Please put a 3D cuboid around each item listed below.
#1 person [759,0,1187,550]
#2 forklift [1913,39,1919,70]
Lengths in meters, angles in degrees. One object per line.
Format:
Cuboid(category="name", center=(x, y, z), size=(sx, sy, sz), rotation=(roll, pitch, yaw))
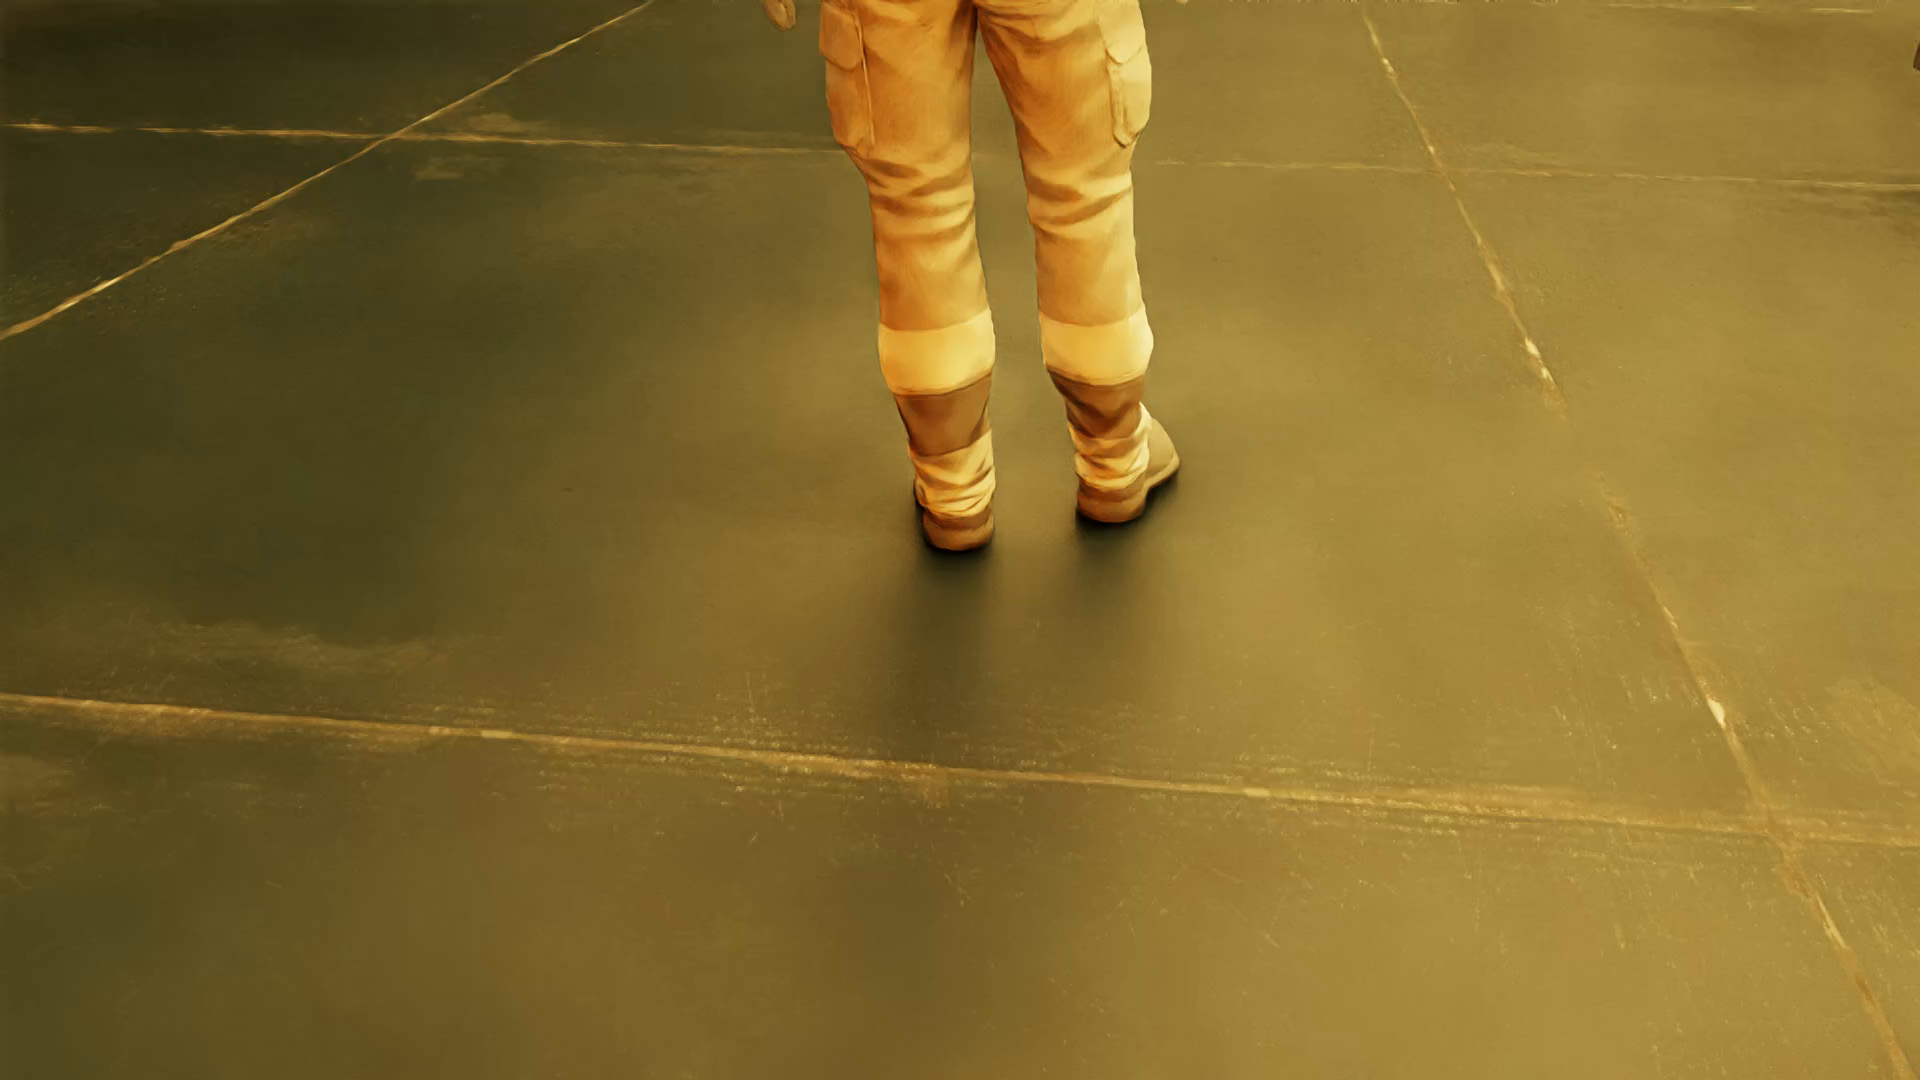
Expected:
Cuboid(category="person", center=(0.021, -0.842, 2.167), size=(0.637, 1.787, 0.563), rotation=(3, 27, 7))
Cuboid(category="forklift", center=(4.546, -3.059, 5.349), size=(3.031, 2.935, 1.130), rotation=(-22, 34, -37))
